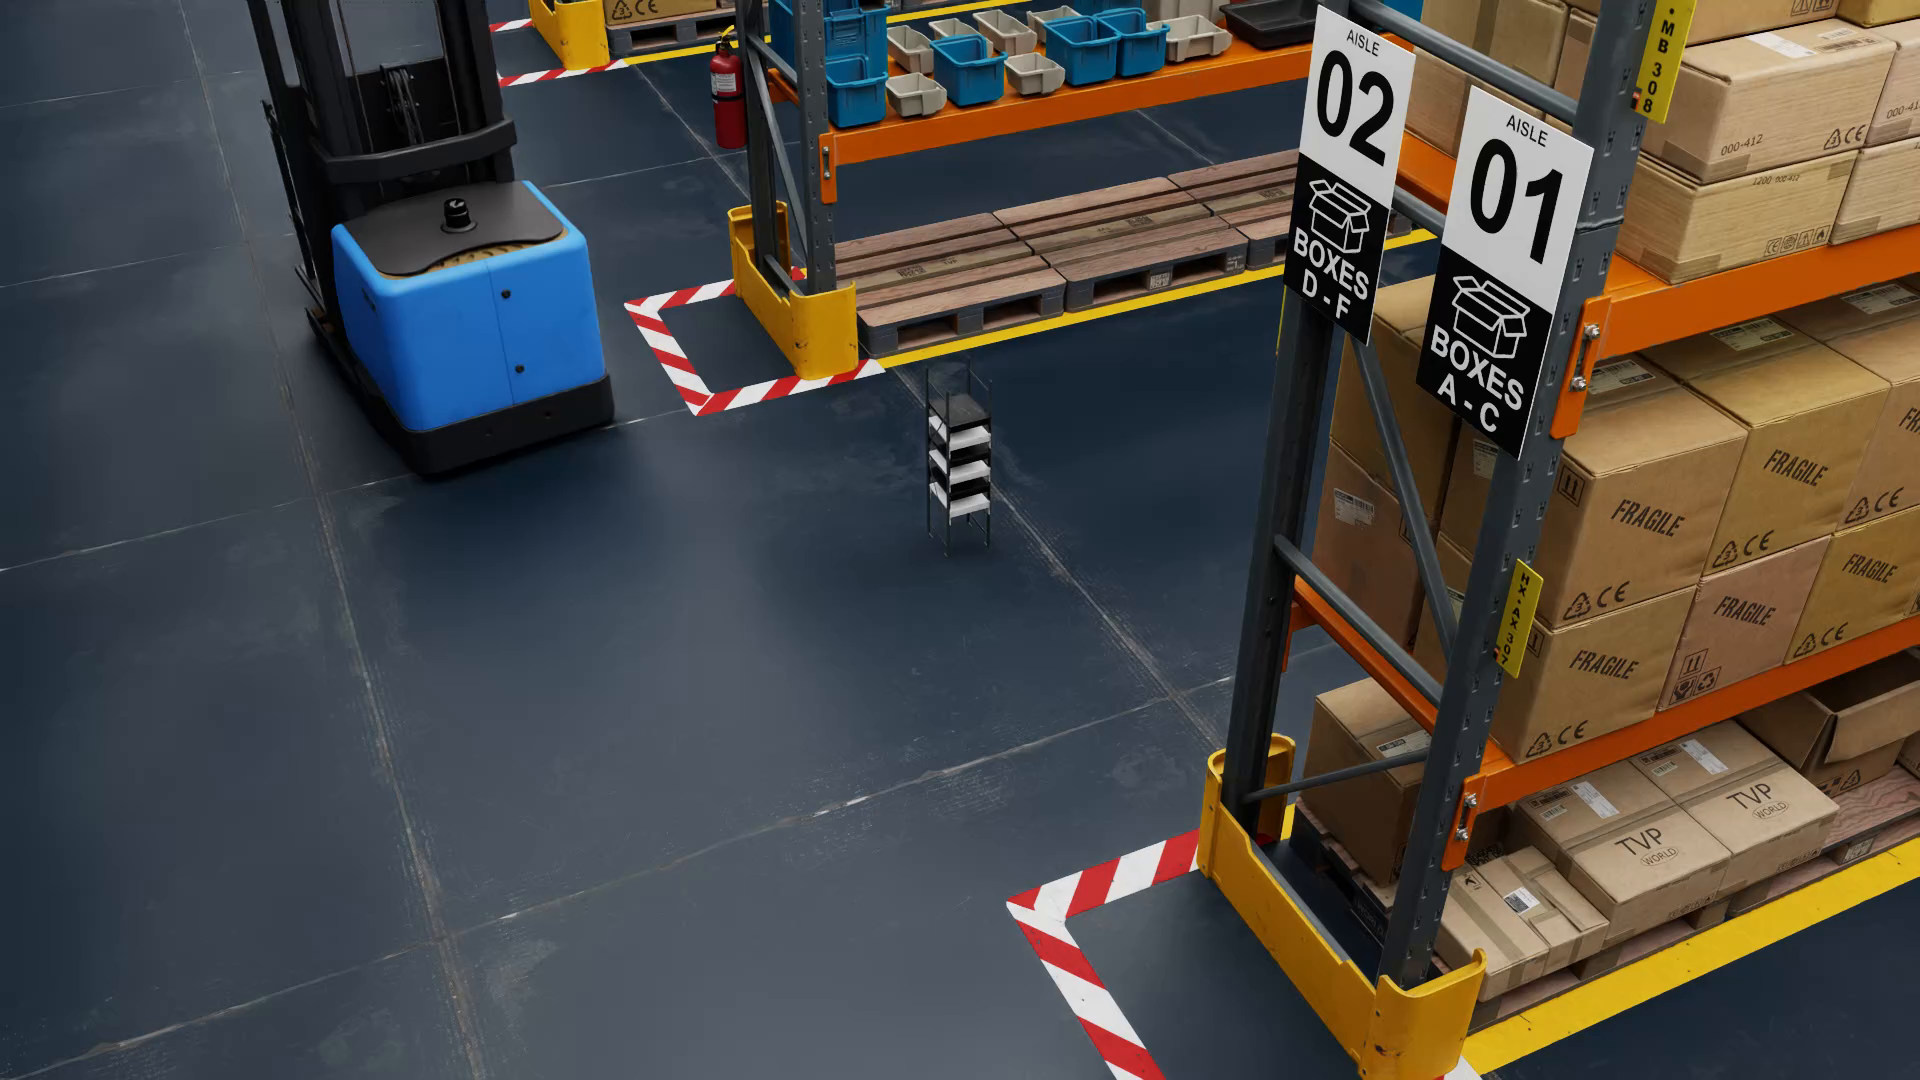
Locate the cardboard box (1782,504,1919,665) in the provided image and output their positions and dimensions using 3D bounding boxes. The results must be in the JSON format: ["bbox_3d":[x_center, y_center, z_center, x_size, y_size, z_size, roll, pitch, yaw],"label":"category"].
[{"bbox_3d":[2.620,-0.013,5.165,0.500,0.500,0.500,-16,39,-20],"label":"cardboard box"}]

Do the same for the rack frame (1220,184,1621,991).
[{"bbox_3d":[1.186,0.256,4.886,0.127,3.000,1.000,-16,39,-20],"label":"rack frame"}]

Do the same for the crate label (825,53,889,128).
[{"bbox_3d":[-0.552,-2.258,8.366,0.303,0.233,0.416,-16,39,-20],"label":"crate label"}]

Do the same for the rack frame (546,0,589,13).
[{"bbox_3d":[-3.020,-5.087,12.090,0.127,3.000,1.000,-16,39,-20],"label":"rack frame"}]

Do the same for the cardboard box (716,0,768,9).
[{"bbox_3d":[-1.651,-4.838,13.185,0.875,0.875,0.875,-16,39,-20],"label":"cardboard box"}]

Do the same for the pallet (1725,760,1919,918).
[{"bbox_3d":[3.079,0.848,6.429,1.213,0.211,1.003,-16,39,-20],"label":"pallet"}]

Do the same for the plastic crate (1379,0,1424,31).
[{"bbox_3d":[2.428,-3.144,9.434,0.575,0.384,0.392,-16,39,-20],"label":"plastic crate"}]

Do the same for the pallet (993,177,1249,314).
[{"bbox_3d":[0.951,-1.790,9.986,1.213,0.211,1.003,-16,39,-20],"label":"pallet"}]

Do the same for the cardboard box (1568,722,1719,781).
[{"bbox_3d":[2.446,0.689,6.242,0.500,0.250,0.500,-16,39,-20],"label":"cardboard box"}]

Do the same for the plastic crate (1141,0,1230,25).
[{"bbox_3d":[1.245,-3.118,9.485,0.530,0.282,0.437,-16,39,-20],"label":"plastic crate"}]

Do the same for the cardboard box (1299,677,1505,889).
[{"bbox_3d":[1.574,0.813,5.865,0.500,0.500,0.500,-16,39,-20],"label":"cardboard box"}]

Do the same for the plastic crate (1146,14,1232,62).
[{"bbox_3d":[1.257,-2.744,9.102,0.466,0.136,0.293,-16,39,-20],"label":"plastic crate"}]

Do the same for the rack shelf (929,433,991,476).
[{"bbox_3d":[-0.007,-0.405,7.445,0.200,0.077,0.258,-16,39,-20],"label":"rack shelf"}]

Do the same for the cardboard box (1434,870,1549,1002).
[{"bbox_3d":[1.711,1.304,5.498,0.250,0.149,0.380,-16,39,-20],"label":"cardboard box"}]

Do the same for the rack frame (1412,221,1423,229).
[{"bbox_3d":[2.706,-3.428,9.854,0.127,3.000,1.000,-16,39,-20],"label":"rack frame"}]

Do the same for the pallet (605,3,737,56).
[{"bbox_3d":[-2.329,-4.211,13.251,1.213,0.211,1.003,-16,39,-20],"label":"pallet"}]

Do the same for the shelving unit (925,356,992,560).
[{"bbox_3d":[-0.007,-0.359,7.479,0.210,0.900,0.258,-16,39,-20],"label":"shelving unit"}]

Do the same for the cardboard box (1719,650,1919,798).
[{"bbox_3d":[3.108,0.548,6.219,0.637,0.503,0.797,-16,39,-20],"label":"cardboard box"}]

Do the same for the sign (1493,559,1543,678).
[{"bbox_3d":[1.417,0.201,4.234,0.005,0.325,0.100,-16,39,-20],"label":"sign"}]

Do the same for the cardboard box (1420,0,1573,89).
[{"bbox_3d":[1.543,-1.356,4.249,0.500,0.250,0.500,-16,39,-20],"label":"cardboard box"}]

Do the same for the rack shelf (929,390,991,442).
[{"bbox_3d":[-0.007,-0.549,7.338,0.200,0.077,0.258,-16,39,-20],"label":"rack shelf"}]

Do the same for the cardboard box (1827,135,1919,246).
[{"bbox_3d":[2.217,-1.001,4.189,0.500,0.250,0.500,-16,39,-20],"label":"cardboard box"}]

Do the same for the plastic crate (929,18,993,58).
[{"bbox_3d":[0.014,-2.704,9.048,0.243,0.136,0.396,-16,39,-20],"label":"plastic crate"}]

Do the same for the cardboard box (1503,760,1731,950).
[{"bbox_3d":[2.251,1.073,5.724,0.500,0.250,0.500,-16,39,-20],"label":"cardboard box"}]

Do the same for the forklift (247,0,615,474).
[{"bbox_3d":[-2.975,-2.345,8.451,1.130,2.935,3.031,-21,41,-25],"label":"forklift"}]

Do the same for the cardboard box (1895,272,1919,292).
[{"bbox_3d":[3.084,-0.545,5.044,0.500,0.500,0.500,-16,39,-20],"label":"cardboard box"}]

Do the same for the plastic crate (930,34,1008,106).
[{"bbox_3d":[0.044,-2.424,8.591,0.300,0.233,0.416,-16,39,-20],"label":"plastic crate"}]

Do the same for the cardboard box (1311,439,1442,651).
[{"bbox_3d":[1.476,-0.044,5.207,0.500,0.500,0.500,-14,39,-19],"label":"cardboard box"}]

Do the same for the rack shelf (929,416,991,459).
[{"bbox_3d":[-0.007,-0.477,7.392,0.200,0.077,0.258,-16,39,-20],"label":"rack shelf"}]

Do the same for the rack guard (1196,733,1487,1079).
[{"bbox_3d":[1.255,1.241,5.657,0.348,0.500,1.175,-16,39,-20],"label":"rack guard"}]

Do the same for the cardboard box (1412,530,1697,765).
[{"bbox_3d":[1.700,0.246,4.816,0.500,0.500,0.500,-15,39,-19],"label":"cardboard box"}]

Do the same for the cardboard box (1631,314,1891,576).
[{"bbox_3d":[2.170,-0.292,4.702,0.500,0.500,0.500,-15,39,-19],"label":"cardboard box"}]

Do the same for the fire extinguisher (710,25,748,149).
[{"bbox_3d":[-1.245,-2.442,8.902,0.183,0.674,0.296,-16,39,-20],"label":"fire extinguisher"}]

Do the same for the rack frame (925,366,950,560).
[{"bbox_3d":[-0.099,-0.334,7.444,0.006,0.900,0.240,-16,39,-20],"label":"rack frame"}]

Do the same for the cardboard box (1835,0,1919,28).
[{"bbox_3d":[2.133,-1.610,3.962,0.500,0.500,0.700,-16,39,-20],"label":"cardboard box"}]

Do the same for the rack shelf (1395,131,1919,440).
[{"bbox_3d":[2.996,-1.166,4.890,4.000,0.370,1.077,-16,39,-20],"label":"rack shelf"}]

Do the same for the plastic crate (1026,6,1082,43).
[{"bbox_3d":[0.516,-2.872,9.276,0.250,0.136,0.298,-16,39,-20],"label":"plastic crate"}]

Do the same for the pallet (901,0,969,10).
[{"bbox_3d":[-0.120,-4.829,14.084,1.213,0.211,1.003,-16,39,-20],"label":"pallet"}]

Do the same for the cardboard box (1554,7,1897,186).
[{"bbox_3d":[1.762,-1.079,3.875,0.500,0.250,0.500,-16,39,-20],"label":"cardboard box"}]

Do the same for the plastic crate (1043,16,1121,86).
[{"bbox_3d":[0.640,-2.591,8.815,0.300,0.233,0.416,-16,39,-20],"label":"plastic crate"}]

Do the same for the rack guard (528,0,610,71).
[{"bbox_3d":[-3.041,-4.077,12.827,0.348,0.500,1.175,-16,39,-20],"label":"rack guard"}]

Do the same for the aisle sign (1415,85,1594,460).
[{"bbox_3d":[1.249,-0.612,3.875,0.004,0.787,0.394,-16,39,-20],"label":"aisle sign"}]
